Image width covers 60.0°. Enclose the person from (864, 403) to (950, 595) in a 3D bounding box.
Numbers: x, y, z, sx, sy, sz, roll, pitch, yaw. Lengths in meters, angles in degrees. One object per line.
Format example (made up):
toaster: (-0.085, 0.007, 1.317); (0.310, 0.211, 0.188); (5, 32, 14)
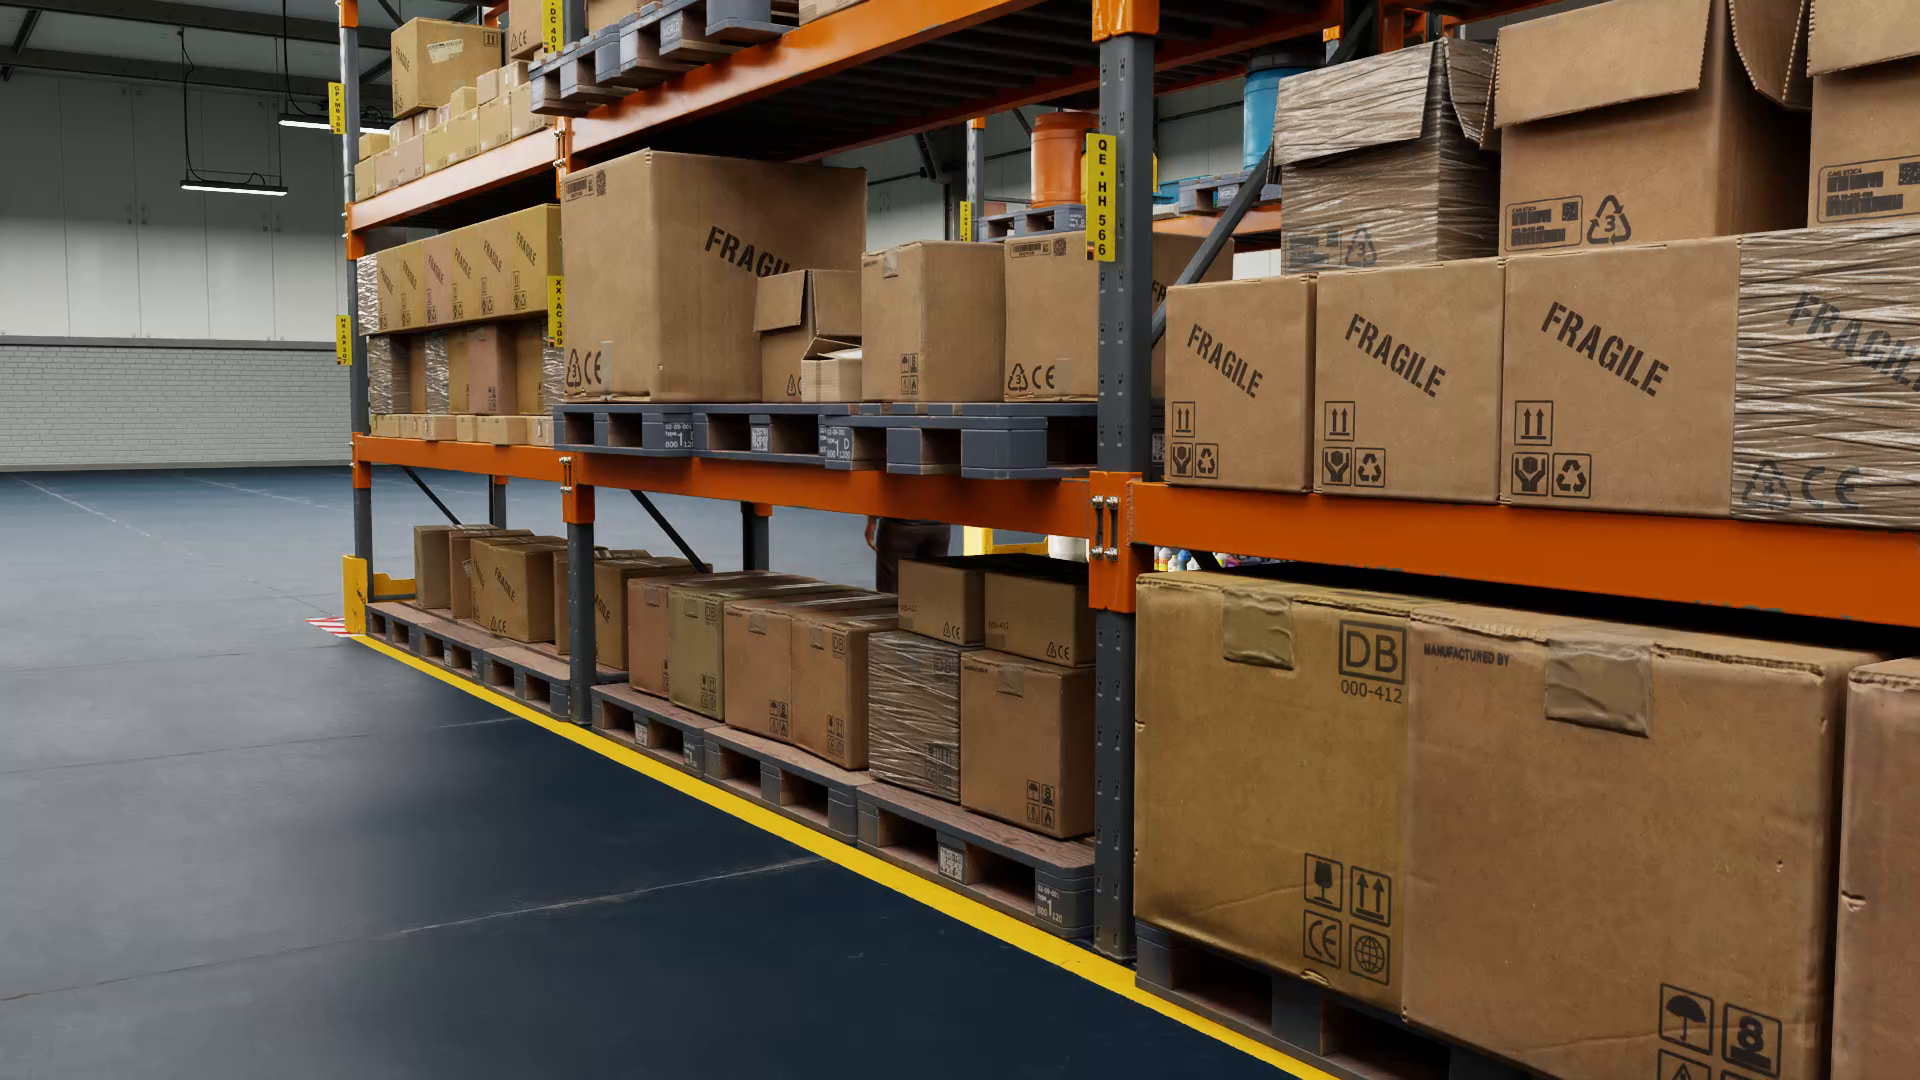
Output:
person: (-0.258, -0.089, 9.072); (0.591, 1.720, 0.425); (-4, 6, -37)
